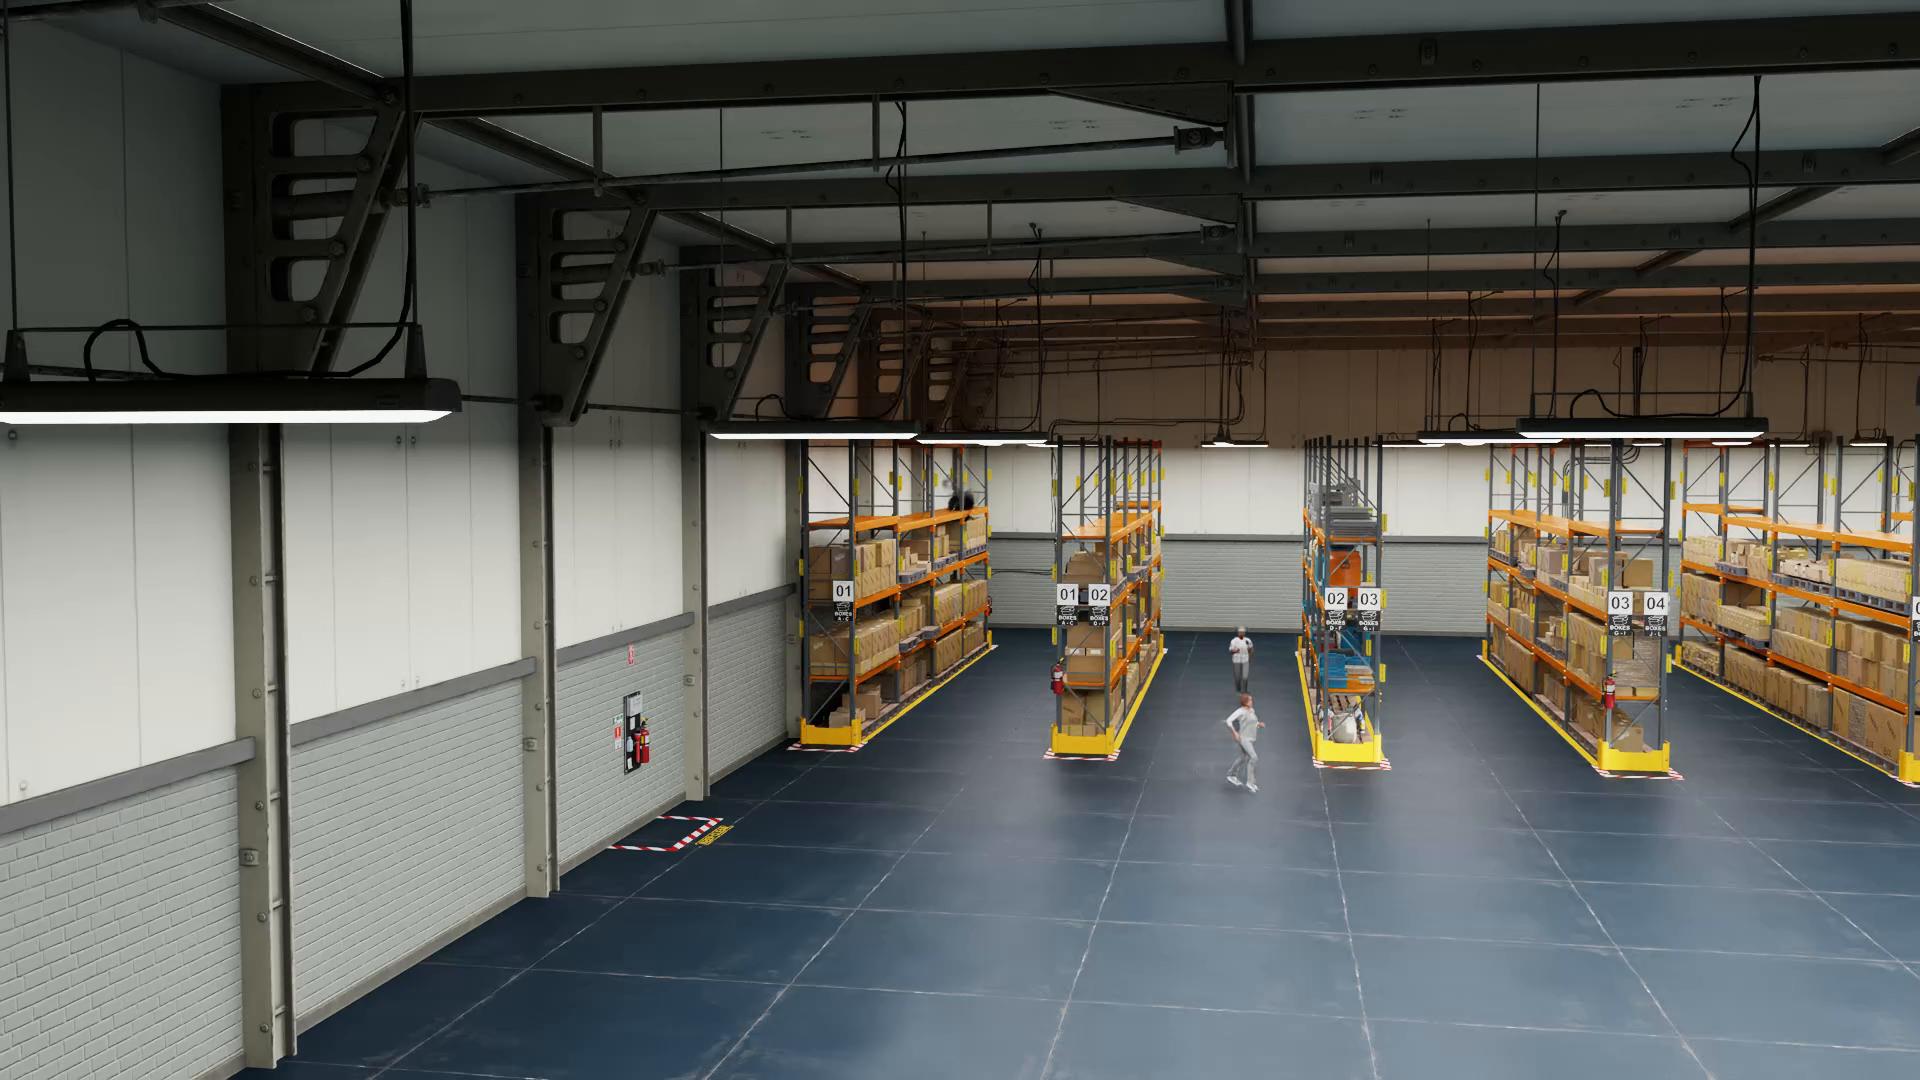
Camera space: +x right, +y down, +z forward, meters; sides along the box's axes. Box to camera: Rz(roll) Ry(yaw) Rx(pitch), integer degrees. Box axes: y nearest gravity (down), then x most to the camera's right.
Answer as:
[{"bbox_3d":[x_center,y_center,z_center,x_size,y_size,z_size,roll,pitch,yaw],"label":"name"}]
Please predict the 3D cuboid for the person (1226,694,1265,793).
[{"bbox_3d":[4.800,3.401,27.981,0.728,1.642,0.510,2,4,38],"label":"person"}]

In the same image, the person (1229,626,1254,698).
[{"bbox_3d":[6.407,2.825,37.872,0.560,1.754,0.728,0,3,9],"label":"person"}]

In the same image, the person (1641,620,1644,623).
[{"bbox_3d":[17.497,2.600,41.977,0.675,1.746,0.891,1,3,19],"label":"person"}]
